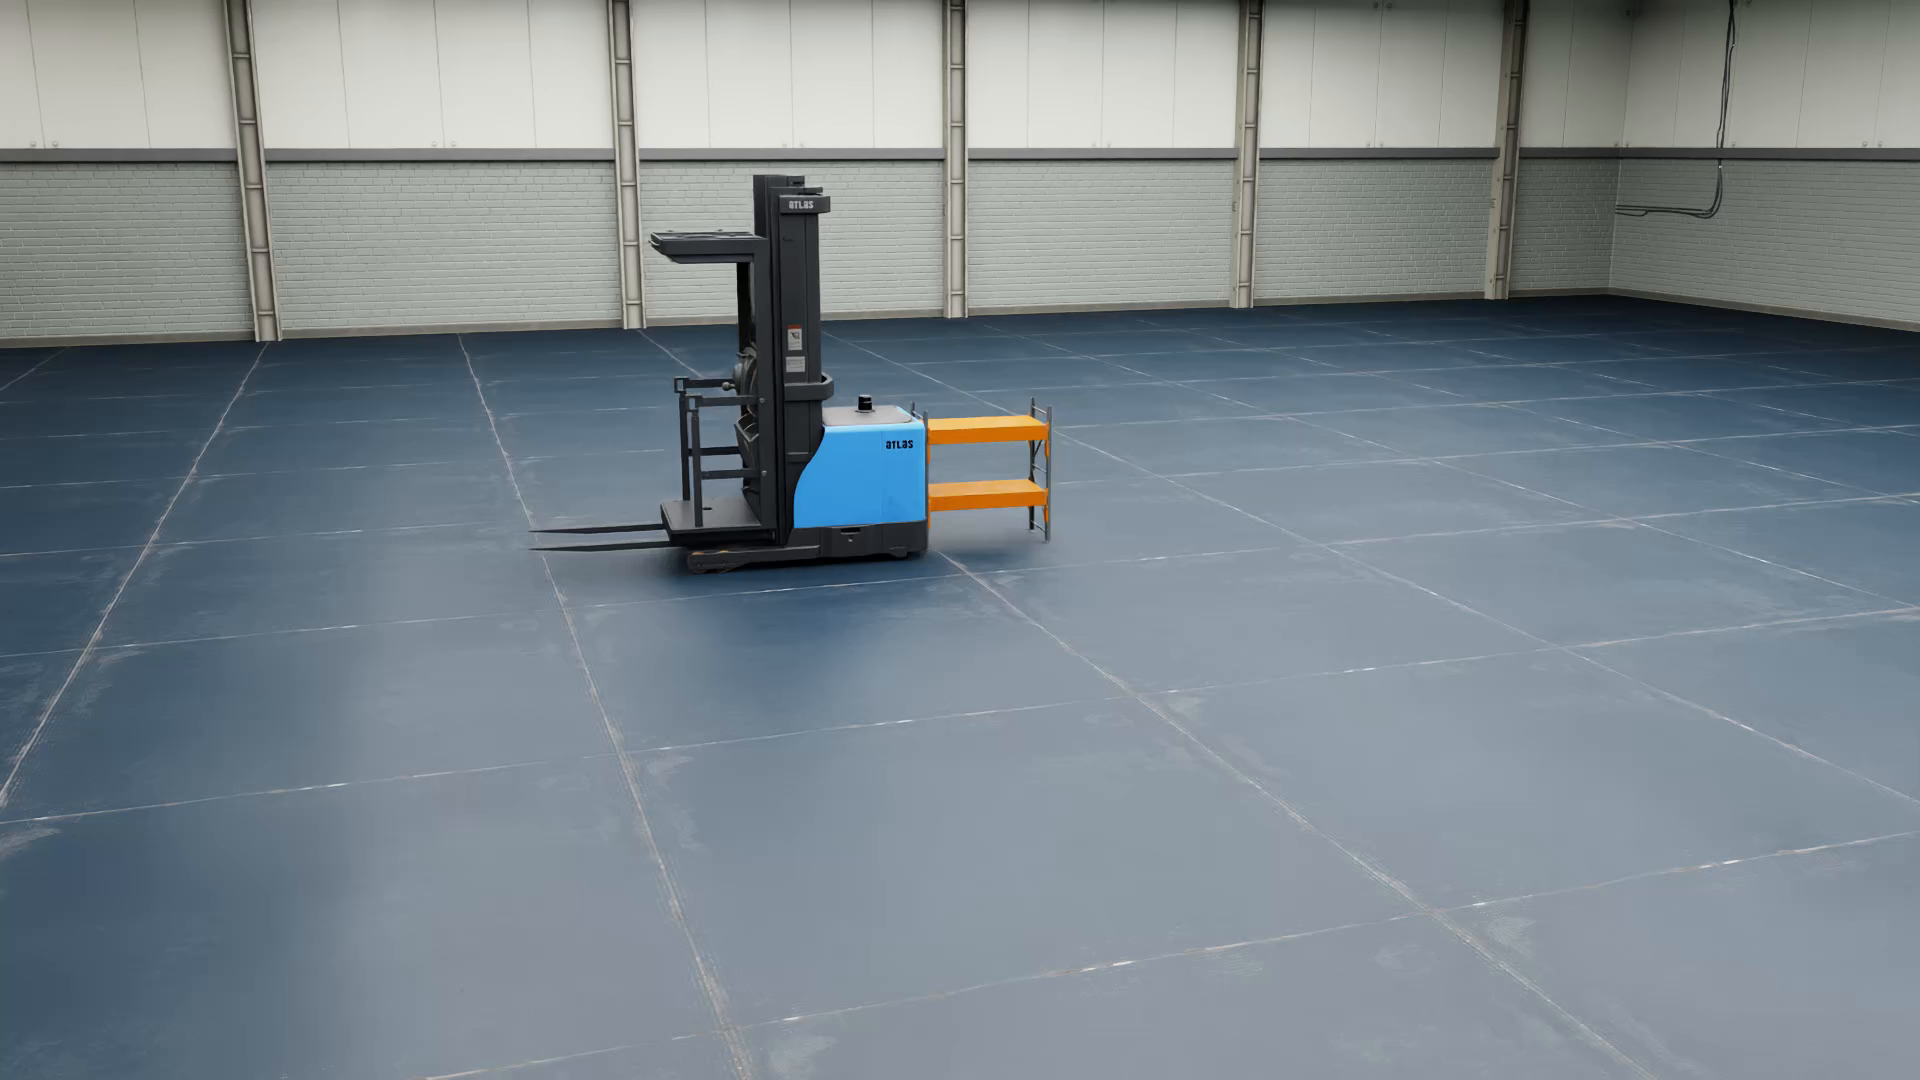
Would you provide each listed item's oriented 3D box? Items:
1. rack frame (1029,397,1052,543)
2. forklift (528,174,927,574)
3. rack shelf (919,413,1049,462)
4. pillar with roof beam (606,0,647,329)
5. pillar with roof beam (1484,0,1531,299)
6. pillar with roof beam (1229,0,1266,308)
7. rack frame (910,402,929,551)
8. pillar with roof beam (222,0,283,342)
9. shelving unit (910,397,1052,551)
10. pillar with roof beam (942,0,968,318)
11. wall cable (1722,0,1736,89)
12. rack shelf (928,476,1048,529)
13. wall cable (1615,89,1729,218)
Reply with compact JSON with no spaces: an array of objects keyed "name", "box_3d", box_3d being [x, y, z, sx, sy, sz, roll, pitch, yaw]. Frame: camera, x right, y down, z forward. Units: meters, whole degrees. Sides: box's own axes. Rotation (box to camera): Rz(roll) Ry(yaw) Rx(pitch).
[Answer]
[{"name":"rack frame","box_3d":[0.658,-0.577,13.639,0.032,1.125,0.500,-3,14,-14]},{"name":"forklift","box_3d":[-1.832,-1.304,12.792,3.031,2.935,1.130,-3,14,-14]},{"name":"rack shelf","box_3d":[0.166,-0.833,13.449,1.000,0.278,0.538,-3,14,-14]},{"name":"pillar with roof beam","box_3d":[-4.400,-7.192,24.434,0.400,9.000,9.100,-4,14,-18]},{"name":"pillar with roof beam","box_3d":[12.660,-8.521,30.019,0.400,9.000,9.100,-4,14,-18]},{"name":"pillar with roof beam","box_3d":[6.973,-8.078,28.158,0.400,9.000,9.100,-4,14,-18]},{"name":"rack frame","box_3d":[-0.327,-0.519,13.393,0.032,1.125,0.500,-3,14,-14]},{"name":"pillar with roof beam","box_3d":[-10.087,-6.750,22.573,0.400,9.000,9.100,-4,14,-18]},{"name":"shelving unit","box_3d":[0.166,-0.548,13.516,1.048,1.125,0.538,-3,14,-14]},{"name":"pillar with roof beam","box_3d":[1.287,-7.635,26.296,0.400,9.000,9.100,-4,14,-18]},{"name":"wall cable","box_3d":[15.364,-9.746,30.964,0.112,2.526,3.097,-4,14,-18]},{"name":"rack shelf","box_3d":[0.166,-0.310,13.573,1.000,0.278,0.538,-3,14,-14]},{"name":"wall cable","box_3d":[14.501,-7.882,34.043,0.112,2.526,3.097,-4,14,-18]}]
